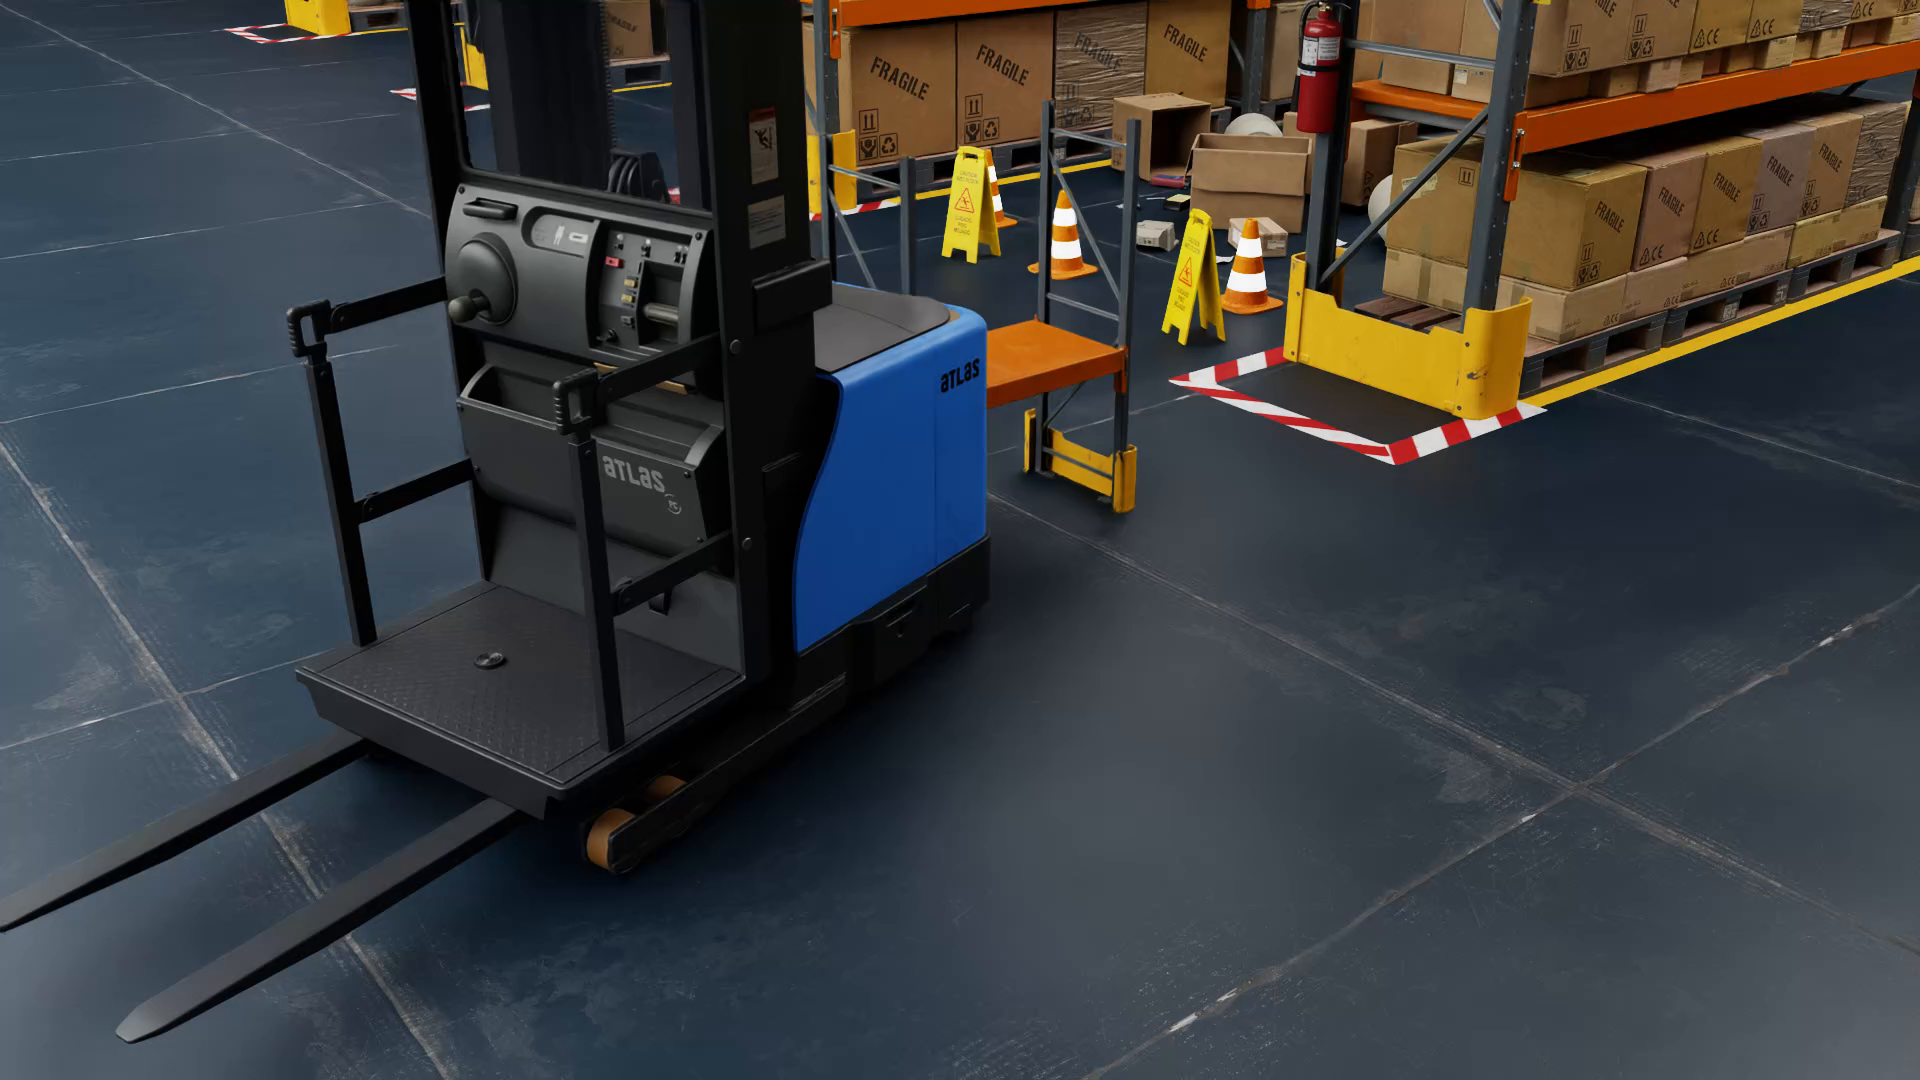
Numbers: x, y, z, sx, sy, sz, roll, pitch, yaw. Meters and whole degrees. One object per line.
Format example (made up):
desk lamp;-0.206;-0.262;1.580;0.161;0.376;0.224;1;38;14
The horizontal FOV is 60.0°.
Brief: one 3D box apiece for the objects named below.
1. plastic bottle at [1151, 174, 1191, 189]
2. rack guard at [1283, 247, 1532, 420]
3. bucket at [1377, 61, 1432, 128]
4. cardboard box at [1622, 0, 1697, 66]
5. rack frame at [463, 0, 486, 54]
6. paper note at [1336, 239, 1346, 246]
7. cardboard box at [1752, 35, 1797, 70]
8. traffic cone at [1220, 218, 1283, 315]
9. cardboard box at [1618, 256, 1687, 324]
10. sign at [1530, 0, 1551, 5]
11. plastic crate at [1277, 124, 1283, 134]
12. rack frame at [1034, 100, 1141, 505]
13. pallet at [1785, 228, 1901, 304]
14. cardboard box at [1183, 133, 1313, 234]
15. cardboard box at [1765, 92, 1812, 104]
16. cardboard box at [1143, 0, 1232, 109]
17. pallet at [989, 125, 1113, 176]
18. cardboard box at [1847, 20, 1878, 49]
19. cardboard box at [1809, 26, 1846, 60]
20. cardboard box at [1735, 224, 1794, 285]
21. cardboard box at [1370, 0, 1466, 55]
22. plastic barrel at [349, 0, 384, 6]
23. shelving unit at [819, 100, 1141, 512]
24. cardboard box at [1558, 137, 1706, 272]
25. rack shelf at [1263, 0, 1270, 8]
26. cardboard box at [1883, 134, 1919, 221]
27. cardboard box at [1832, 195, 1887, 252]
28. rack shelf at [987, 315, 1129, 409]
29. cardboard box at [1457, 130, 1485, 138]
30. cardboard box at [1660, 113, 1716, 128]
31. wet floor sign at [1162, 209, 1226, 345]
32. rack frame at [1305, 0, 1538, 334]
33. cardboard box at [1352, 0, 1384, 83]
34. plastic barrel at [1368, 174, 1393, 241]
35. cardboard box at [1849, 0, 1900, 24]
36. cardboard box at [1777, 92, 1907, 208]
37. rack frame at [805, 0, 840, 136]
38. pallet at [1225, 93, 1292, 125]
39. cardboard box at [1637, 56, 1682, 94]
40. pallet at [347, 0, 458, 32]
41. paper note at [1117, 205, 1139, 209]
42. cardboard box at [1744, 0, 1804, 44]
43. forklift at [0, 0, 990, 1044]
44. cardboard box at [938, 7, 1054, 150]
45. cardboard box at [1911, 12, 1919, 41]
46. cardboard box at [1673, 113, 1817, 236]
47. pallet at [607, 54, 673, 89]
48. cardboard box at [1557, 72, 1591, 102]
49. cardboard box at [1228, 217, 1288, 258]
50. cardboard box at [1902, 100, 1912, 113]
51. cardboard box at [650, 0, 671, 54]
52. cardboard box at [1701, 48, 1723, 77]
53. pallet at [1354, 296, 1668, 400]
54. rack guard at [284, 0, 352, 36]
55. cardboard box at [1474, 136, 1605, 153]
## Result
plastic bottle;1.478;-2.481;11.523;0.283;0.061;0.133;15;29;29
rack guard;2.063;-0.986;7.781;0.348;0.500;1.175;-18;31;-34
bucket;3.332;-3.158;11.575;0.620;0.611;0.726;2;23;-21
cardboard box;2.953;-2.447;7.488;0.500;0.500;0.500;-17;30;-33
rack frame;-4.112;-5.383;14.286;0.127;3.000;1.000;-18;31;-34
paper note;2.280;-1.824;10.158;0.142;0.019;0.148;-8;26;-16
cardboard box;3.889;-2.440;8.244;0.250;0.149;0.380;-18;30;-34
traffic cone;1.546;-1.489;8.908;0.334;0.463;0.336;-18;31;-34
cardboard box;3.215;-1.291;8.237;0.500;0.250;0.500;-17;30;-32
sign;2.338;-2.313;6.643;0.005;0.325;0.100;-18;31;-34
plastic crate;2.688;-3.024;12.475;0.662;0.188;0.450;-3;15;-7
rack frame;0.476;-0.892;6.390;0.032;1.500;0.500;-19;31;-35
pallet;4.644;-1.688;9.637;1.213;0.211;1.003;-18;31;-34
cardboard box;1.823;-2.263;10.528;0.797;0.503;0.637;5;25;11
cardboard box;4.520;-2.359;9.646;0.500;0.500;0.500;-17;30;-32
cardboard box;1.479;-3.839;12.985;0.875;0.875;0.875;-18;30;-33
pallet;0.409;-2.998;12.458;1.213;0.211;1.003;-18;31;-34
cardboard box;4.640;-2.732;8.872;0.250;0.149;0.380;-18;30;-34
cardboard box;4.288;-2.576;8.535;0.250;0.149;0.380;-19;31;-35
cardboard box;4.036;-1.568;8.832;0.500;0.250;0.500;-18;30;-33
cardboard box;2.260;-2.513;7.629;0.500;0.500;0.500;-19;31;-35
plastic barrel;-6.697;-6.282;18.679;0.421;0.512;0.421;0;25;0
shelving unit;0.089;-0.759;6.104;1.083;1.500;0.587;-19;31;-35
cardboard box;3.236;-1.645;8.108;0.500;0.500;0.500;-20;31;-36
rack shelf;3.591;-4.946;14.199;4.000;0.370;1.077;-18;31;-34
cardboard box;5.562;-2.275;10.211;0.625;0.372;0.950;-18;30;-33
cardboard box;4.851;-1.840;9.419;0.500;0.250;0.500;-17;30;-32
rack shelf;0.082;-0.594;6.175;1.000;0.185;0.538;-19;31;-35
cardboard box;2.720;-2.090;8.296;0.250;0.149;0.380;-17;30;-33
cardboard box;3.697;-2.082;9.049;0.500;0.500;0.500;-16;30;-31
wet floor sign;1.193;-1.337;8.365;0.232;0.644;0.267;-8;26;-16
rack frame;2.003;-2.100;7.212;0.127;3.000;1.000;-18;31;-34
cardboard box;3.211;-4.363;14.262;0.750;0.750;1.050;-18;31;-34
plastic barrel;2.694;-1.970;9.991;0.421;0.421;0.512;1;25;2
cardboard box;4.554;-2.986;8.648;0.500;0.500;0.500;-17;30;-32
cardboard box;4.851;-2.180;9.261;0.500;0.500;0.500;-19;31;-35
rack frame;-1.131;-3.714;10.689;0.127;3.000;1.000;-18;31;-34
pallet;2.578;-3.713;14.000;1.213;0.211;1.003;-18;31;-34
cardboard box;3.075;-2.169;7.659;0.250;0.149;0.380;-18;30;-33
pallet;-6.495;-6.004;18.935;1.213;0.211;1.003;-18;31;-34
paper note;1.118;-2.200;10.957;0.142;0.017;0.144;-8;26;-16
cardboard box;3.748;-2.715;8.064;0.500;0.500;0.500;-19;31;-35
forklift;-1.147;-0.684;4.242;1.130;2.935;3.031;16;29;31
cardboard box;0.053;-3.368;11.968;0.875;0.875;0.875;-19;31;-35
cardboard box;5.086;-2.841;9.106;0.250;0.149;0.380;-19;31;-35
cardboard box;4.051;-1.914;8.689;0.500;0.500;0.500;-16;30;-31
pallet;-3.391;-4.337;15.345;1.213;0.211;1.003;-18;31;-34
cardboard box;2.588;-2.076;7.459;0.250;0.149;0.380;-18;30;-33
cardboard box;1.788;-1.817;9.987;0.250;0.149;0.380;-3;25;-7
cardboard box;6.672;-2.644;11.006;0.625;0.372;0.950;-17;30;-32
cardboard box;-2.657;-4.919;15.757;0.500;0.500;0.500;-15;29;-29
cardboard box;3.429;-2.336;8.018;0.250;0.149;0.380;-17;30;-32
pallet;2.724;-1.054;8.271;1.213;0.211;1.003;-18;31;-34
rack guard;-7.137;-5.925;18.424;0.348;0.500;1.175;-18;31;-34
cardboard box;2.881;-1.815;8.474;0.500;0.500;0.500;-17;30;-32
